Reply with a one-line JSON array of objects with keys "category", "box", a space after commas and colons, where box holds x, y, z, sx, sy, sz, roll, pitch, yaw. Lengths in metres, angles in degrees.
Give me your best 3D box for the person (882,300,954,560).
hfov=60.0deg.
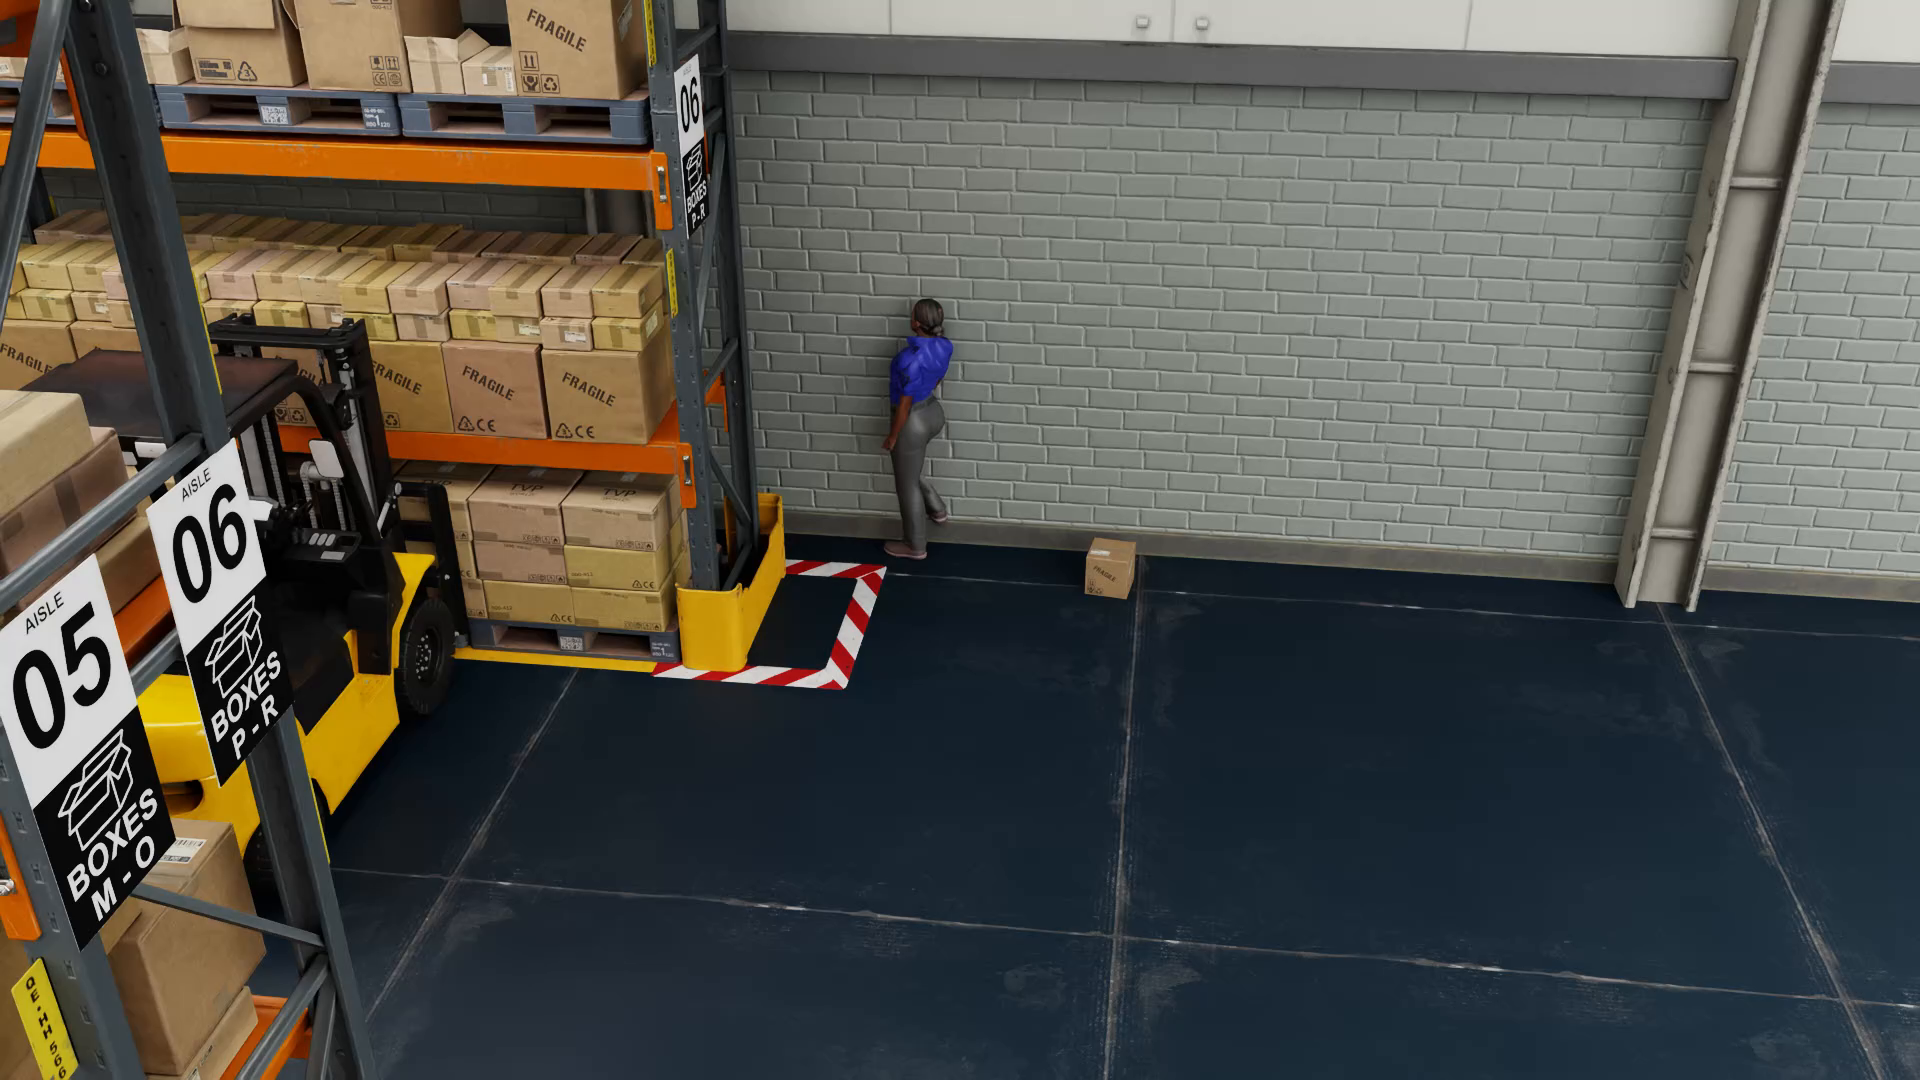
[{"category": "person", "box": [-0.279, -0.681, 9.896, 0.510, 1.641, 0.450, 19, 34, 31]}]
